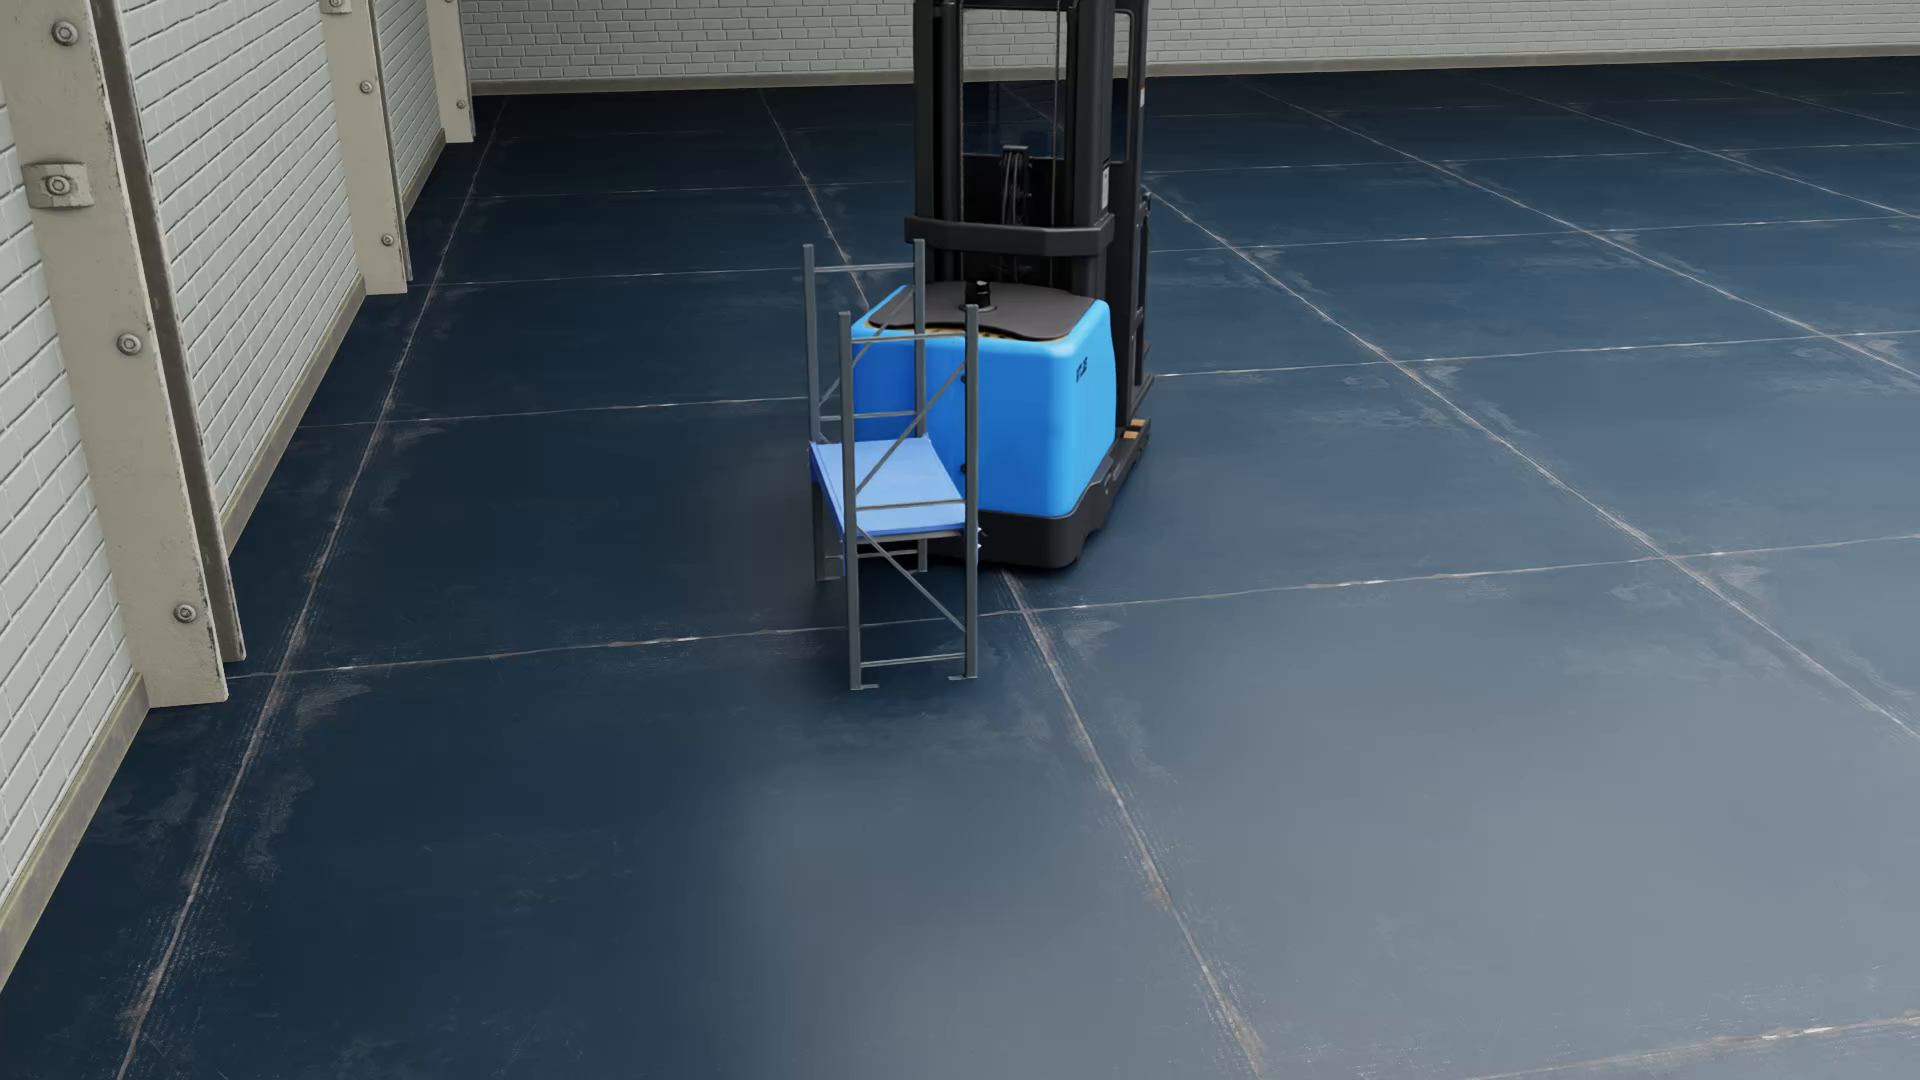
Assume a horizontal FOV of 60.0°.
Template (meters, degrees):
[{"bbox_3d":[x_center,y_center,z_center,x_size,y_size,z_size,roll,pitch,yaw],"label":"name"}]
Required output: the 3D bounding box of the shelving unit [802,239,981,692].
[{"bbox_3d":[-0.287,-0.327,6.625,0.538,1.500,1.048,-5,24,-11],"label":"shelving unit"}]

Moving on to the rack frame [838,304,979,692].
[{"bbox_3d":[-0.181,-0.128,6.169,0.500,1.500,0.032,-5,24,-11],"label":"rack frame"}]

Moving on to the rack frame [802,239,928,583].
[{"bbox_3d":[-0.392,-0.526,7.080,0.500,1.500,0.032,-5,24,-11],"label":"rack frame"}]

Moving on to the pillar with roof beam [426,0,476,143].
[{"bbox_3d":[-0.977,-8.614,16.230,9.100,9.000,0.400,-4,24,-10],"label":"pillar with roof beam"}]

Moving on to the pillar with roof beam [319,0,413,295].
[{"bbox_3d":[0.132,-6.254,10.826,9.100,9.000,0.400,-4,24,-10],"label":"pillar with roof beam"}]

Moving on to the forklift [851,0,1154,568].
[{"bbox_3d":[0.388,-1.783,8.170,1.130,2.935,3.031,7,24,15],"label":"forklift"}]

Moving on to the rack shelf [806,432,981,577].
[{"bbox_3d":[-0.287,-0.162,6.697,0.538,0.185,1.000,-5,24,-11],"label":"rack shelf"}]

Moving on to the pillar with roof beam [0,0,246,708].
[{"bbox_3d":[1.242,-3.894,5.423,9.100,9.000,0.400,-4,24,-10],"label":"pillar with roof beam"}]
